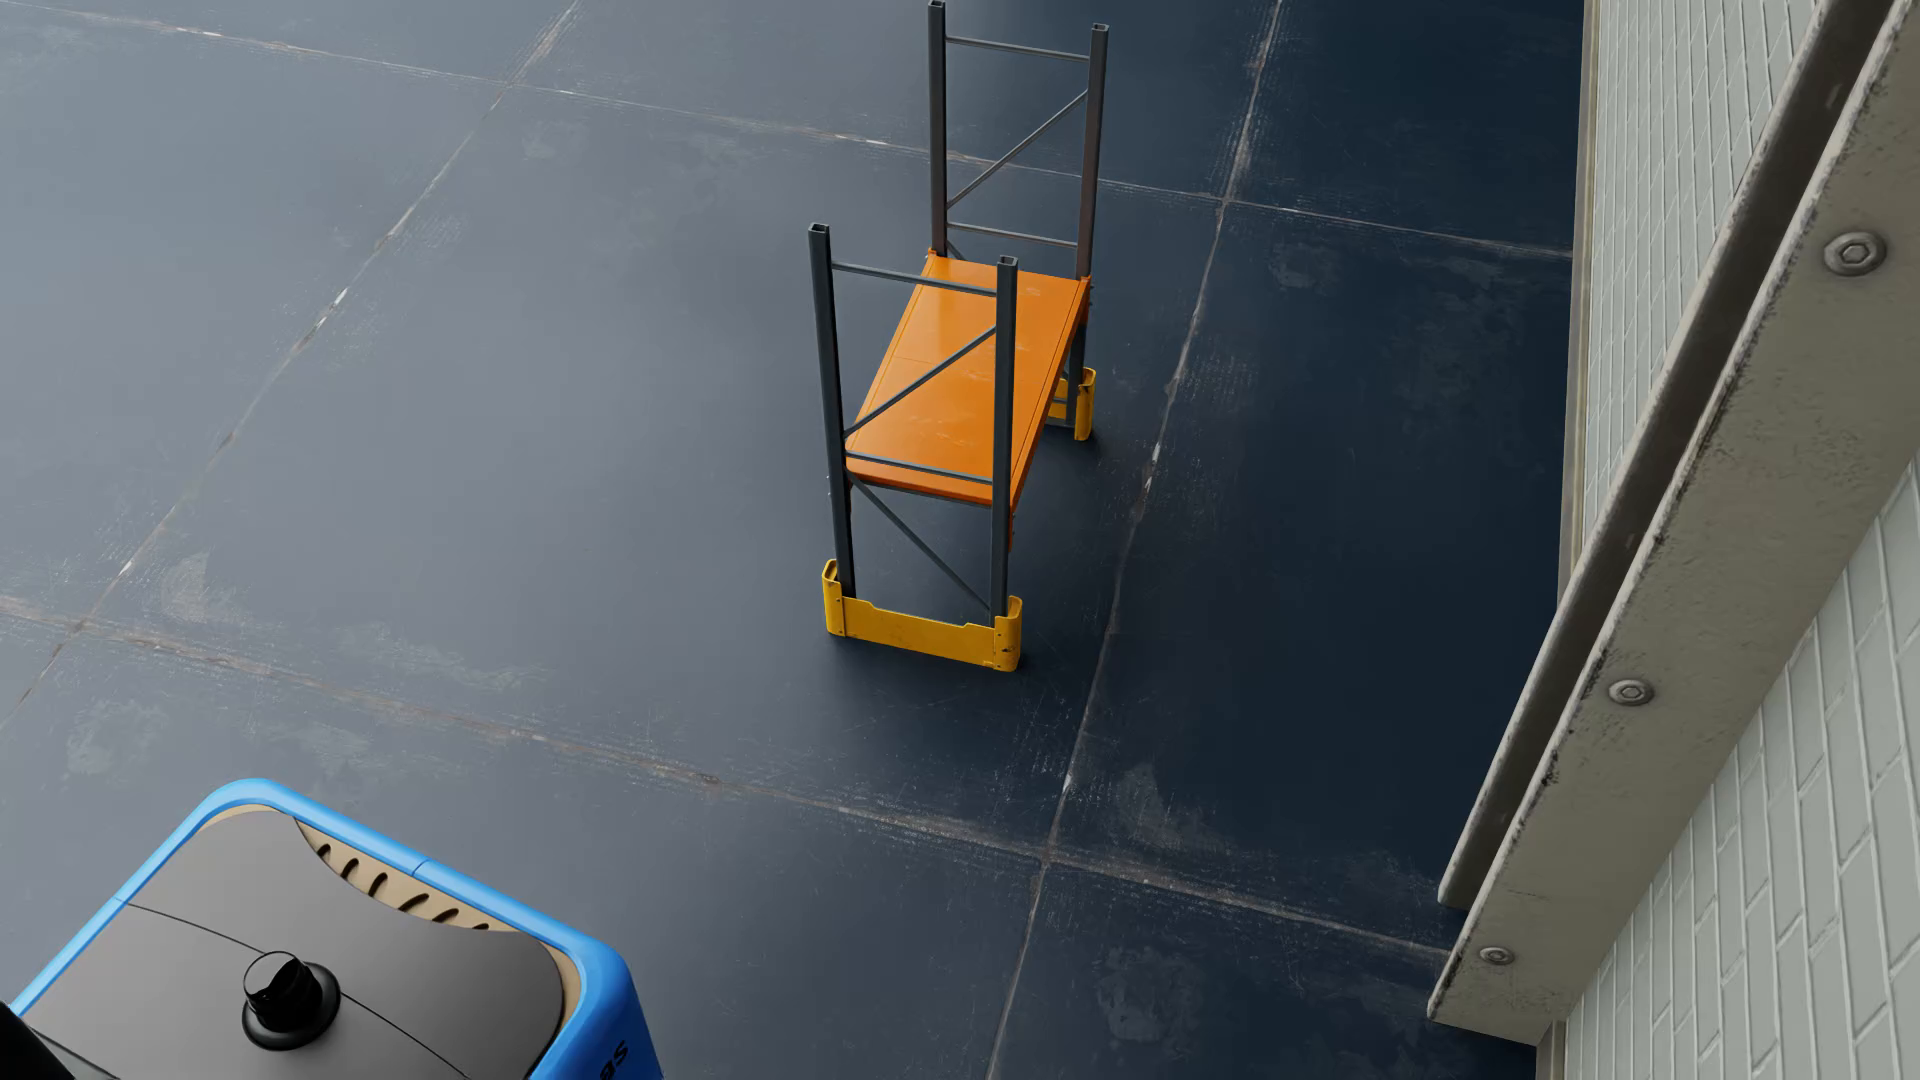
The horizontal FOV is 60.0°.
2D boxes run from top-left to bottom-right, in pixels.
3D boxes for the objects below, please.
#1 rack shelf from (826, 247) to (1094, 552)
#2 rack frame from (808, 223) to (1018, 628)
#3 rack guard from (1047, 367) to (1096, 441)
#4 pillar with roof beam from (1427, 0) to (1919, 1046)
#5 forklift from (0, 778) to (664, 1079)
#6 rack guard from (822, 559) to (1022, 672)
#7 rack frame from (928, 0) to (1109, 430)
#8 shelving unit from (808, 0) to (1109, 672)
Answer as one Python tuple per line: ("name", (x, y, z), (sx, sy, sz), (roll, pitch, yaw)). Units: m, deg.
("rack shelf", (0.022, -0.439, 4.877), (0.538, 0.185, 1.000), (12, 50, 10))
("rack frame", (-0.111, -0.190, 4.418), (0.500, 1.500, 0.032), (12, 50, 10))
("rack guard", (0.151, -0.498, 5.523), (0.587, 0.250, 0.087), (12, 50, 10))
("pillar with roof beam", (-2.777, -2.734, 1.661), (9.100, 9.000, 0.400), (12, 50, 10))
("forklift", (-1.717, 1.358, 2.096), (1.130, 2.935, 3.031), (21, 52, 17))
("rack guard", (-0.111, 0.222, 4.887), (0.587, 0.250, 0.087), (12, 50, 10))
("rack frame", (0.156, -0.926, 5.067), (0.500, 1.500, 0.032), (12, 50, 10))
("shelving unit", (0.020, -0.551, 4.736), (0.587, 1.500, 1.083), (12, 50, 10))
